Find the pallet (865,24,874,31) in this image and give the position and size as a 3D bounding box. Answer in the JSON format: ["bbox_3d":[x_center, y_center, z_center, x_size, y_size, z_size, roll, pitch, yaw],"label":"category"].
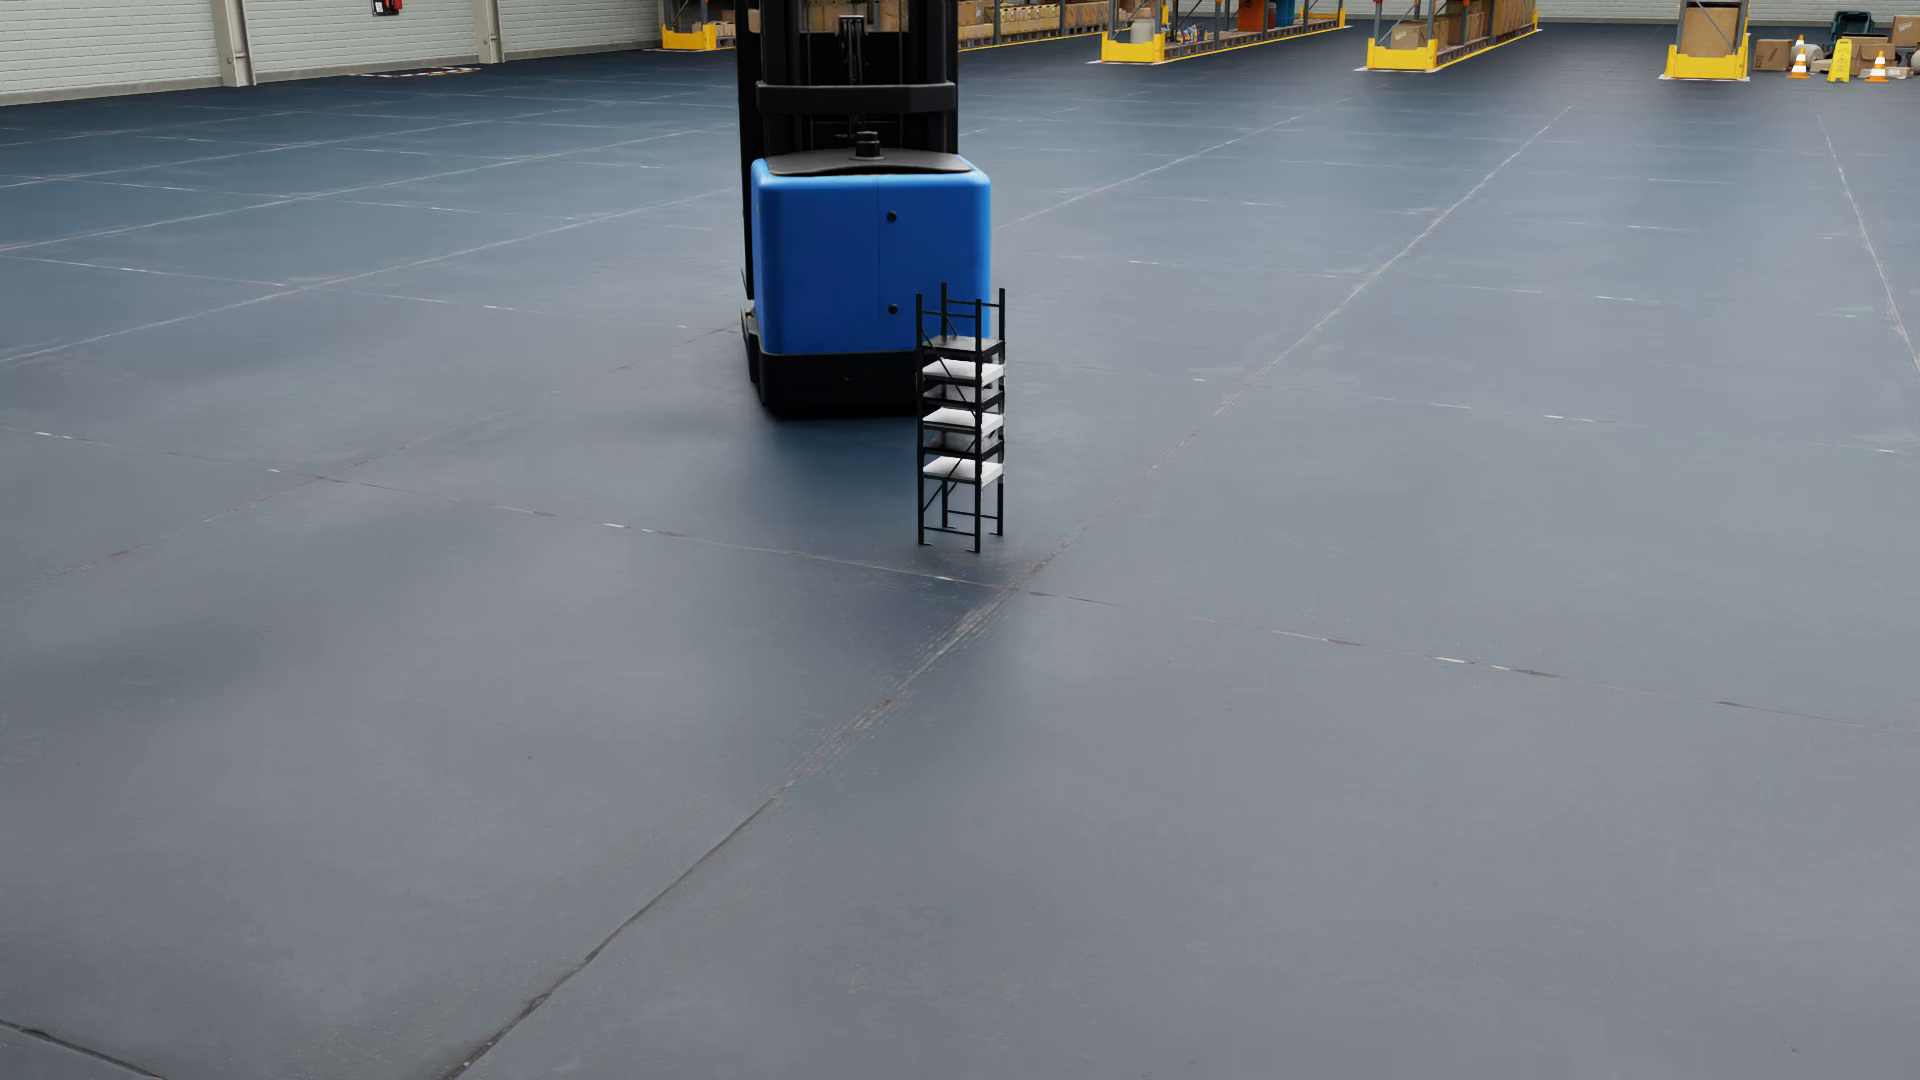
[{"bbox_3d":[-2.811,-12.696,41.354,1.003,0.211,1.213,9,21,23],"label":"pallet"}]

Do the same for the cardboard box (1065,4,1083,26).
[{"bbox_3d":[2.688,-12.860,40.728,0.500,0.500,0.500,8,21,21],"label":"cardboard box"}]

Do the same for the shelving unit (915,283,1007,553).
[{"bbox_3d":[0.003,-0.426,5.825,0.258,0.900,0.210,9,21,23],"label":"shelving unit"}]

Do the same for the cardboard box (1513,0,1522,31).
[{"bbox_3d":[12.462,-12.431,38.991,1.225,0.875,0.875,9,21,23],"label":"cardboard box"}]

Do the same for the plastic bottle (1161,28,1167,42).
[{"bbox_3d":[4.096,-10.200,33.583,0.152,0.276,0.135,9,21,23],"label":"plastic bottle"}]

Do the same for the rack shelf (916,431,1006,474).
[{"bbox_3d":[0.003,-0.310,5.866,0.258,0.077,0.200,9,21,23],"label":"rack shelf"}]

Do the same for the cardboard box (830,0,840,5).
[{"bbox_3d":[-3.233,-13.081,40.228,0.500,0.250,0.500,8,21,22],"label":"cardboard box"}]

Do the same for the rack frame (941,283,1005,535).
[{"bbox_3d":[0.045,-0.458,5.912,0.240,0.900,0.006,9,21,23],"label":"rack frame"}]

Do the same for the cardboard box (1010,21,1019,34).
[{"bbox_3d":[0.995,-11.495,37.292,0.500,0.250,0.500,9,22,24],"label":"cardboard box"}]

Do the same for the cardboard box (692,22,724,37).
[{"bbox_3d":[-5.400,-10.943,35.618,0.500,0.311,0.500,6,20,17],"label":"cardboard box"}]

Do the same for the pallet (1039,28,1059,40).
[{"bbox_3d":[1.659,-12.010,39.424,1.003,0.211,1.213,9,21,23],"label":"pallet"}]

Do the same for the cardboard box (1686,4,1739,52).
[{"bbox_3d":[12.851,-8.735,28.599,0.875,0.875,0.875,8,21,22],"label":"cardboard box"}]

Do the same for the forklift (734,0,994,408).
[{"bbox_3d":[-0.592,-2.425,8.414,1.130,2.935,3.031,-3,20,-9],"label":"forklift"}]

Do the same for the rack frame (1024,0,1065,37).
[{"bbox_3d":[2.031,-13.570,39.650,1.000,3.000,0.127,9,21,23],"label":"rack frame"}]

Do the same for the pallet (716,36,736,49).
[{"bbox_3d":[-5.369,-10.756,35.898,1.003,0.211,1.213,9,21,23],"label":"pallet"}]

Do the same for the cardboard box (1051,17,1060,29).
[{"bbox_3d":[2.039,-12.278,39.494,0.500,0.250,0.500,9,22,24],"label":"cardboard box"}]

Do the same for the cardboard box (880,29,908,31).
[{"bbox_3d":[-1.294,-10.231,33.739,0.500,0.250,0.500,9,21,23],"label":"cardboard box"}]

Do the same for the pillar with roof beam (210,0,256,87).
[{"bbox_3d":[-7.254,-10.703,22.636,9.100,9.000,0.400,9,21,23],"label":"pillar with roof beam"}]

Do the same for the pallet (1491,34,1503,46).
[{"bbox_3d":[11.459,-11.127,36.940,1.003,0.211,1.213,9,21,23],"label":"pallet"}]

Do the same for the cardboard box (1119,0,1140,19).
[{"bbox_3d":[4.434,-14.399,45.050,0.797,0.503,0.637,9,21,23],"label":"cardboard box"}]

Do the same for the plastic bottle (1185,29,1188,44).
[{"bbox_3d":[4.481,-10.012,33.061,0.097,0.271,0.097,0,20,0],"label":"plastic bottle"}]

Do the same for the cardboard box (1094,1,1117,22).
[{"bbox_3d":[3.729,-13.632,42.898,0.500,0.500,0.500,8,21,22],"label":"cardboard box"}]

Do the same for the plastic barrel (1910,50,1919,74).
[{"bbox_3d":[16.297,-8.030,27.916,0.421,0.421,0.512,-9,22,-24],"label":"plastic barrel"}]

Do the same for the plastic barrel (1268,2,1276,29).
[{"bbox_3d":[7.196,-12.448,39.467,0.600,0.588,0.708,9,21,23],"label":"plastic barrel"}]

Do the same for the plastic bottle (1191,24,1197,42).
[{"bbox_3d":[4.699,-10.232,33.560,0.144,0.351,0.185,8,21,22],"label":"plastic bottle"}]

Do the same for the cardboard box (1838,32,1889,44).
[{"bbox_3d":[15.618,-8.464,28.814,0.797,0.637,0.503,9,21,23],"label":"cardboard box"}]

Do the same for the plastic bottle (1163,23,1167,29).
[{"bbox_3d":[4.202,-10.436,34.134,0.144,0.351,0.185,9,22,24],"label":"plastic bottle"}]

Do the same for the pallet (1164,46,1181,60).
[{"bbox_3d":[3.599,-9.407,32.106,1.003,0.211,1.213,9,21,23],"label":"pallet"}]

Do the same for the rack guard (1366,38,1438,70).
[{"bbox_3d":[7.823,-8.610,29.432,1.175,0.500,0.348,9,21,23],"label":"rack guard"}]

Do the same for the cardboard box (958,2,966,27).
[{"bbox_3d":[-0.205,-10.972,34.701,0.500,0.500,0.500,9,21,23],"label":"cardboard box"}]

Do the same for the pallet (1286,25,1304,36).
[{"bbox_3d":[7.833,-12.568,40.994,1.003,0.211,1.213,9,21,23],"label":"pallet"}]

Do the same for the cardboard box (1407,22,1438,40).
[{"bbox_3d":[8.550,-9.349,30.885,0.500,0.500,0.500,11,22,28],"label":"cardboard box"}]

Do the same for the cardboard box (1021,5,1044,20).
[{"bbox_3d":[1.625,-12.229,38.519,0.500,0.311,0.500,8,21,22],"label":"cardboard box"}]

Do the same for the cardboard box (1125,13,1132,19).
[{"bbox_3d":[4.384,-14.030,44.514,0.380,0.166,0.250,9,21,23],"label":"cardboard box"}]

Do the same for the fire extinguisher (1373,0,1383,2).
[{"bbox_3d":[7.324,-9.756,29.040,0.296,0.674,0.183,9,21,23],"label":"fire extinguisher"}]

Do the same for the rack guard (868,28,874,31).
[{"bbox_3d":[-1.254,-9.940,33.171,1.175,0.500,0.348,9,21,23],"label":"rack guard"}]

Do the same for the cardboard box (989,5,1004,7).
[{"bbox_3d":[0.921,-12.142,38.275,0.500,0.311,0.500,8,21,22],"label":"cardboard box"}]

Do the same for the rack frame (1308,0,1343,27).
[{"bbox_3d":[9.825,-15.335,44.612,1.000,3.000,0.127,9,21,23],"label":"rack frame"}]

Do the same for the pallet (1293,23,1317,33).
[{"bbox_3d":[8.453,-13.028,42.288,1.003,0.211,1.213,9,21,23],"label":"pallet"}]

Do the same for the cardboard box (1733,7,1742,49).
[{"bbox_3d":[14.085,-9.616,31.261,1.050,0.750,0.750,8,21,22],"label":"cardboard box"}]

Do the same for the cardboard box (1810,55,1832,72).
[{"bbox_3d":[14.890,-8.209,28.656,0.396,0.266,0.258,13,23,32],"label":"cardboard box"}]

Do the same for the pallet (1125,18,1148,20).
[{"bbox_3d":[4.450,-14.063,45.198,1.003,0.211,1.213,9,21,23],"label":"pallet"}]

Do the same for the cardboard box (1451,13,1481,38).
[{"bbox_3d":[10.596,-10.860,35.104,0.700,0.500,0.500,7,21,18],"label":"cardboard box"}]

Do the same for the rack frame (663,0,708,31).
[{"bbox_3d":[-5.765,-11.803,34.681,1.000,3.000,0.127,9,21,23],"label":"rack frame"}]

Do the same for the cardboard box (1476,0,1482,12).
[{"bbox_3d":[10.821,-11.384,35.456,0.500,0.250,0.500,10,22,25],"label":"cardboard box"}]

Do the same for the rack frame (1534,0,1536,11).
[{"bbox_3d":[14.344,-14.655,42.701,1.000,3.000,0.127,9,21,23],"label":"rack frame"}]

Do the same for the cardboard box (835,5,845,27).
[{"bbox_3d":[-3.231,-12.754,40.428,0.700,0.500,0.500,8,21,22],"label":"cardboard box"}]
